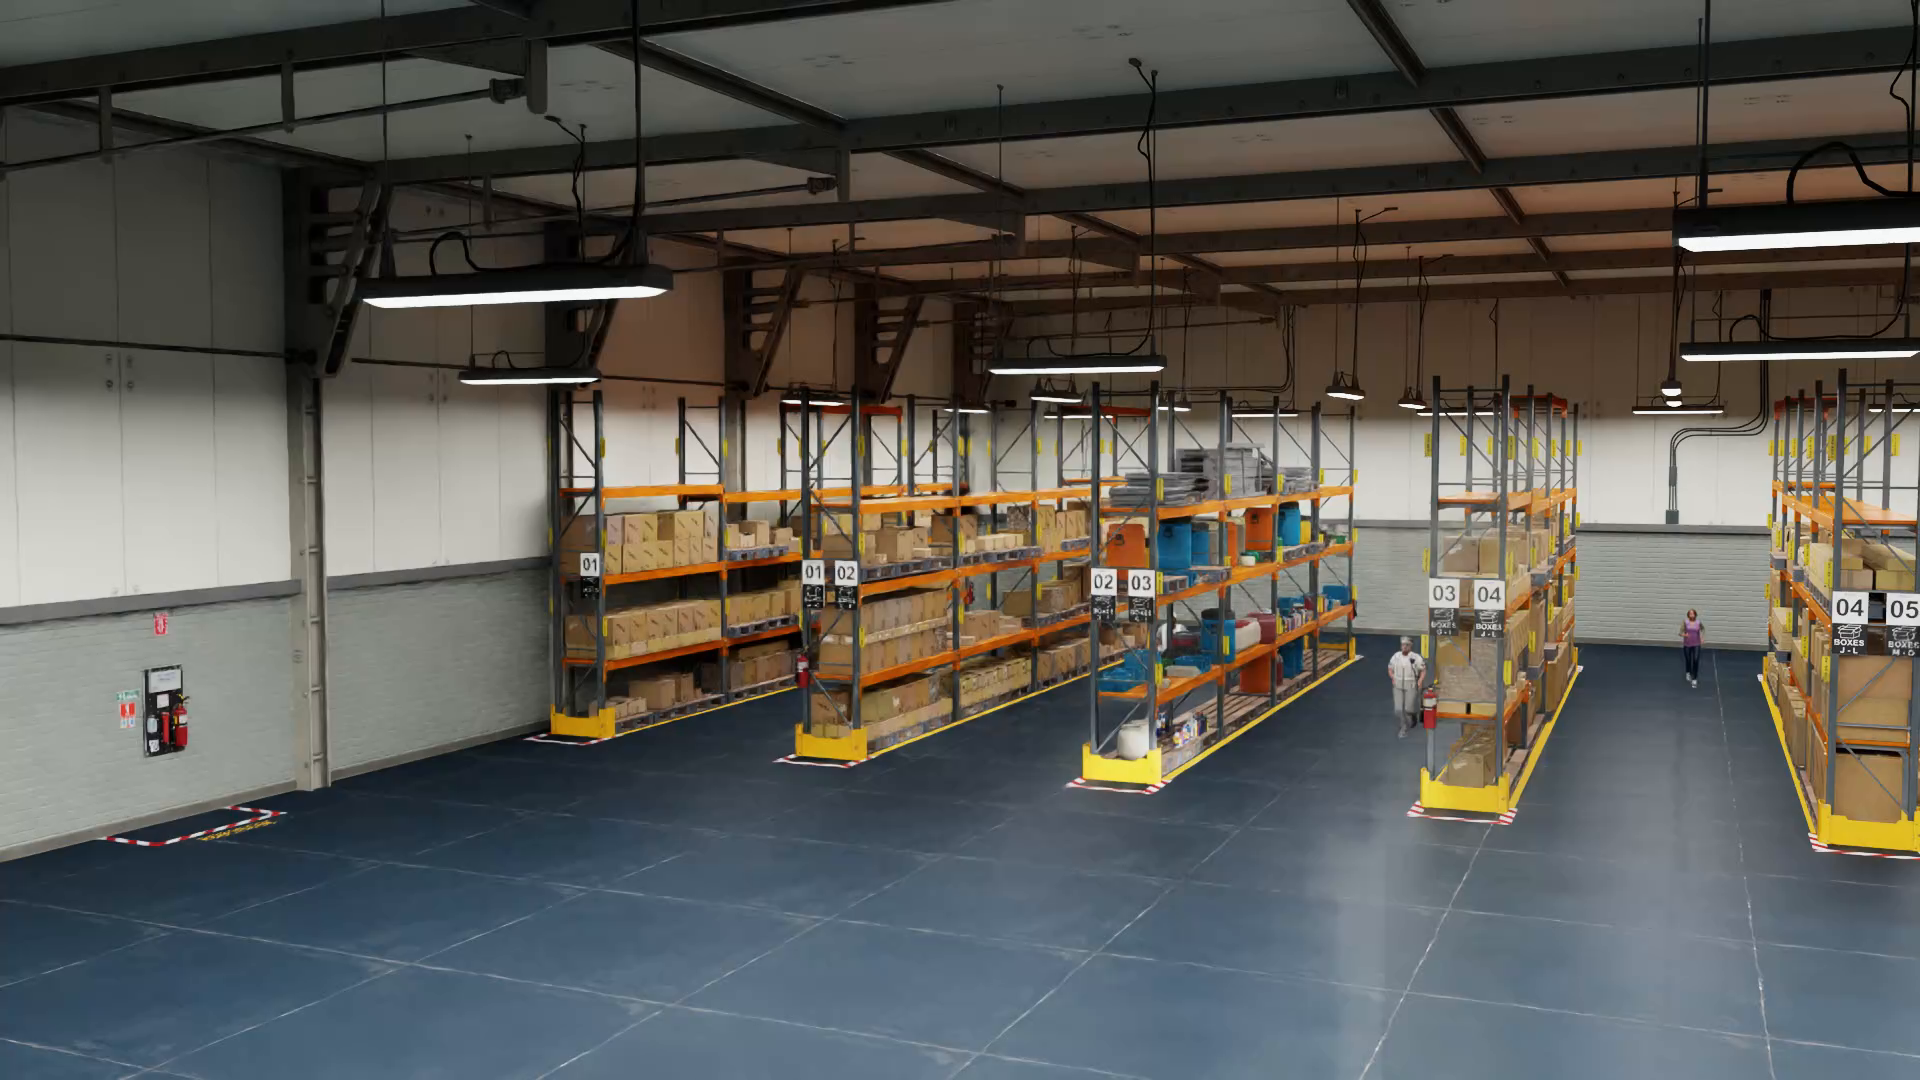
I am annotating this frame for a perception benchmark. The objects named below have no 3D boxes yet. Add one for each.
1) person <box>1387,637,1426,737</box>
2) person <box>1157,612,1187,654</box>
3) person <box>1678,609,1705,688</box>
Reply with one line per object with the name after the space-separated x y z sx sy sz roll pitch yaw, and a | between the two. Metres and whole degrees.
7.751 2.545 28.935 0.665 1.746 0.559 2 4 26 | person
4.225 2.301 33.165 0.707 1.766 0.896 1 3 21 | person
15.433 2.255 35.074 0.537 1.609 0.875 1 3 20 | person
